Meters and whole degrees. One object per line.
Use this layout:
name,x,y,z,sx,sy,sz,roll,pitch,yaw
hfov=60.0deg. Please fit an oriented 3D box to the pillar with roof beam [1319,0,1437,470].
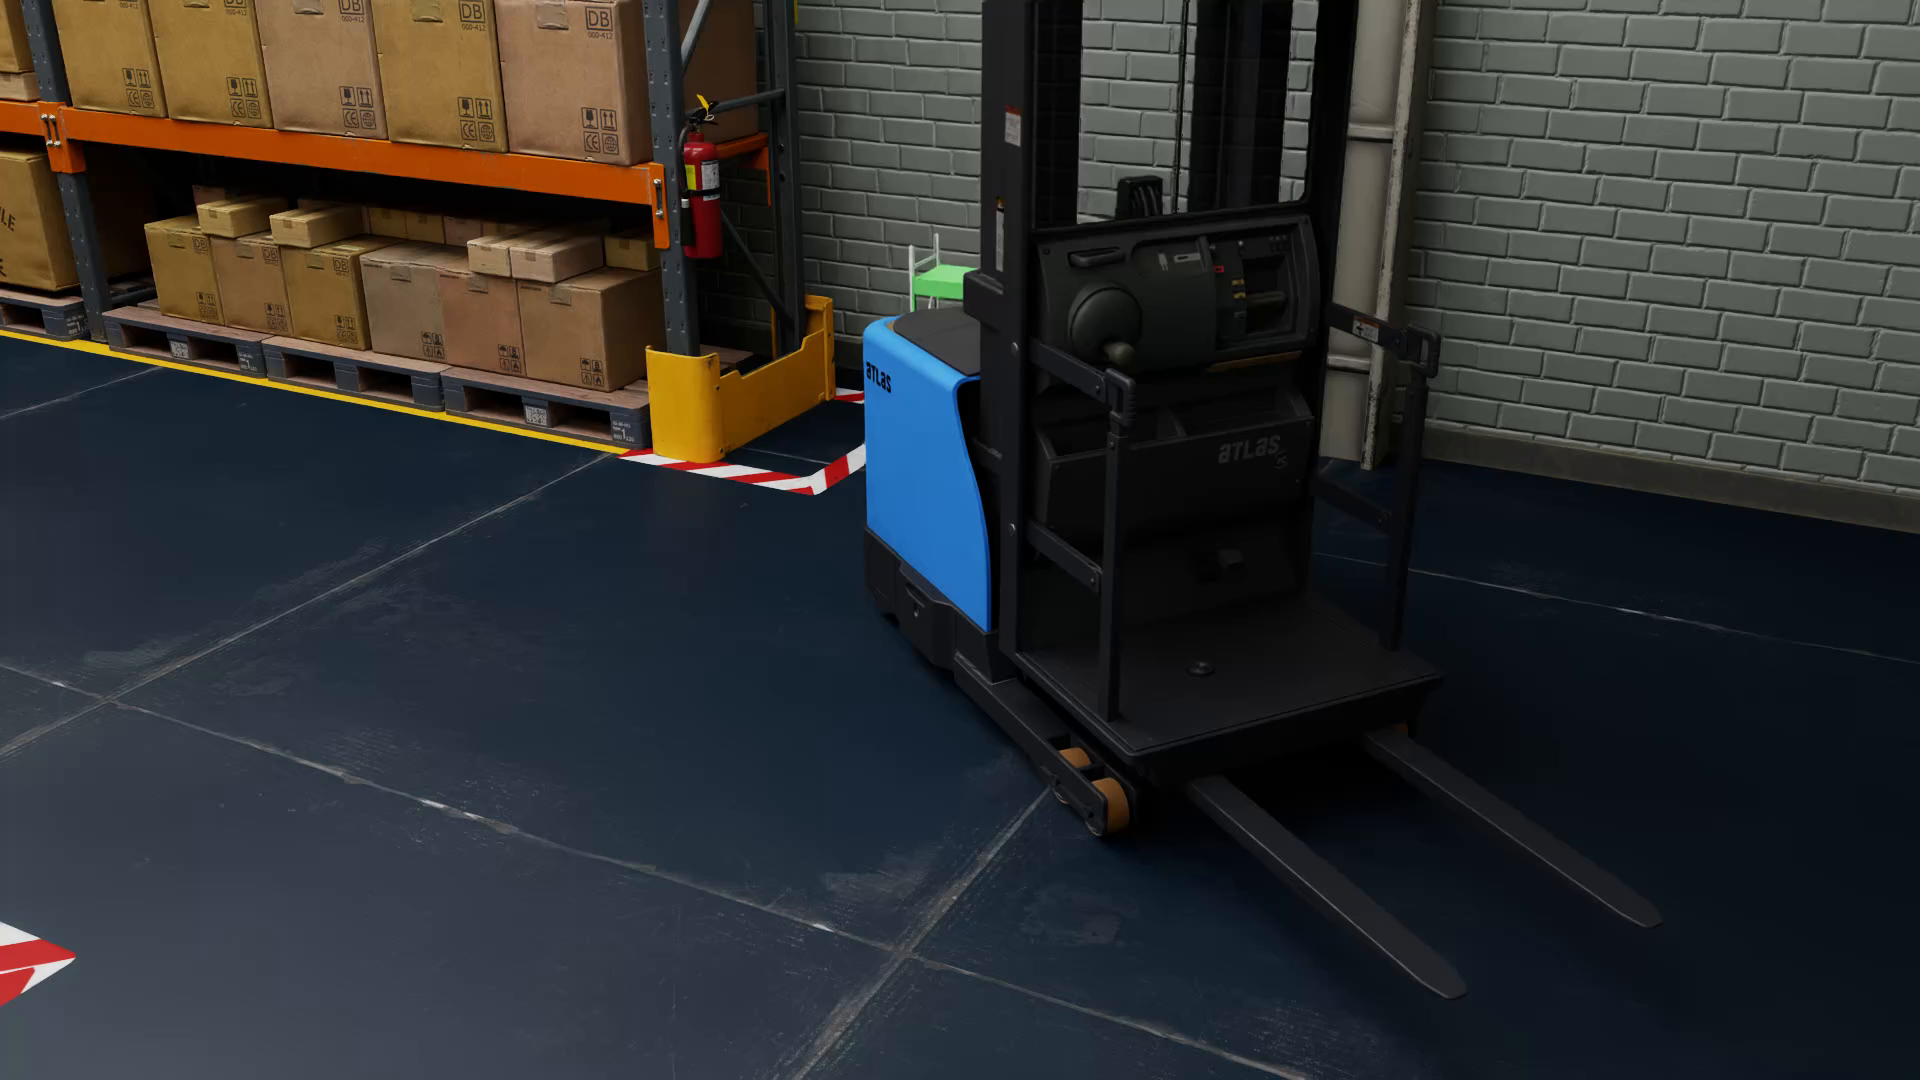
pillar with roof beam,-0.191,-3.039,2.398,0.400,9.000,9.100,11,25,25

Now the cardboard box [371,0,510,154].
cardboard box,-2.163,-2.306,7.956,0.700,0.700,0.980,11,25,24

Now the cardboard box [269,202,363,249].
cardboard box,-3.308,-1.620,8.556,0.250,0.149,0.380,10,25,23

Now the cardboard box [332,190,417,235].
cardboard box,-3.106,-1.748,8.856,0.250,0.149,0.380,11,26,25

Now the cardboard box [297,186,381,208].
cardboard box,-3.331,-1.793,8.962,0.250,0.149,0.380,10,25,23

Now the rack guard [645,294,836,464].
rack guard,-1.027,-0.802,7.997,0.348,0.500,1.175,11,25,25

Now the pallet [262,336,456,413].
pallet,-2.882,-1.003,8.839,1.213,0.211,1.003,11,25,25

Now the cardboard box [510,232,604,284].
cardboard box,-1.916,-1.346,7.910,0.250,0.149,0.380,11,25,24

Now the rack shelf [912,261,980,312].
rack shelf,0.085,-0.946,6.378,0.480,0.148,0.258,10,25,22

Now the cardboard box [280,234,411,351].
cardboard box,-3.094,-1.357,8.765,0.500,0.500,0.700,12,26,26

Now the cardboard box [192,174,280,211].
cardboard box,-4.037,-1.932,9.288,0.250,0.149,0.380,11,25,24

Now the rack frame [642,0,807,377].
rack frame,-1.049,-1.957,7.518,0.127,3.000,1.000,11,25,25

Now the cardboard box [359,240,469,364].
cardboard box,-2.614,-1.265,8.550,0.500,0.500,0.700,10,25,23

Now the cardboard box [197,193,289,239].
cardboard box,-3.774,-1.712,8.772,0.250,0.149,0.380,12,26,26

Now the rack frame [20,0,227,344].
rack frame,-4.619,-2.663,9.179,0.127,3.000,1.000,11,25,25

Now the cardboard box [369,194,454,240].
cardboard box,-2.875,-1.703,8.750,0.250,0.149,0.380,11,25,24

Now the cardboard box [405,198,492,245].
cardboard box,-2.649,-1.658,8.644,0.250,0.149,0.380,11,26,25

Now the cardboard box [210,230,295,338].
cardboard box,-3.551,-1.448,8.980,0.500,0.500,0.700,11,25,24

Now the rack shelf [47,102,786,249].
rack shelf,-2.834,-1.979,8.489,4.000,0.370,1.077,11,25,25

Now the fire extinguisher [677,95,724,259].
fire extinguisher,-1.122,-1.562,7.165,0.183,0.674,0.296,11,25,25

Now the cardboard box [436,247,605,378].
cardboard box,-2.165,-1.177,8.341,0.500,0.500,0.700,11,25,24

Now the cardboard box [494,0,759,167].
cardboard box,-1.509,-2.181,7.663,0.700,0.700,0.980,12,26,27

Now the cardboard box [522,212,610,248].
cardboard box,-1.969,-1.524,8.329,0.250,0.149,0.380,11,26,25

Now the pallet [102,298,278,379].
pallet,-3.975,-1.218,9.345,1.213,0.211,1.003,11,25,25

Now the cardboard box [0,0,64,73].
cardboard box,-5.144,-2.849,9.082,0.500,0.500,0.500,11,25,24

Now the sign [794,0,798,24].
sign,-0.793,-2.584,7.787,0.005,0.325,0.100,11,25,25

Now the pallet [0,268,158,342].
pallet,-5.341,-1.490,9.983,1.213,0.211,1.003,11,25,25

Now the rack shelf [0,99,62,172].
rack shelf,-6.403,-2.685,10.150,4.000,0.370,1.077,11,25,25

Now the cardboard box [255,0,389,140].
cardboard box,-2.839,-2.444,8.280,0.700,0.700,0.980,10,25,22

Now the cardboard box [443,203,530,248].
cardboard box,-2.420,-1.613,8.538,0.250,0.149,0.380,12,26,25

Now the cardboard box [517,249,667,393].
cardboard box,-1.719,-1.088,8.134,0.500,0.500,0.700,11,25,25

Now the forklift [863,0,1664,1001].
forklift,0.741,-0.698,4.645,1.130,2.935,3.031,-11,25,-24

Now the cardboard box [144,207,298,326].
cardboard box,-3.997,-1.538,9.191,0.500,0.500,0.700,12,26,25

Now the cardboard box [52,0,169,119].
cardboard box,-4.142,-2.700,8.882,0.700,0.700,0.980,12,26,25

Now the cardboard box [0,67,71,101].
cardboard box,-5.048,-2.517,9.132,0.250,0.149,0.380,11,26,25

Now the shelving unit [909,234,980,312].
shelving unit,0.085,-0.563,6.541,0.503,1.200,0.258,10,25,22

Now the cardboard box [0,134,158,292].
cardboard box,-5.257,-1.936,9.681,0.750,0.750,0.750,12,26,25

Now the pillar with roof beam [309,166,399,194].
pillar with roof beam,-5.546,-4.099,4.889,0.400,9.000,9.100,11,25,25

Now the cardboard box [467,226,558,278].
cardboard box,-2.144,-1.391,8.016,0.250,0.149,0.380,12,26,26

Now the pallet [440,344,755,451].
pallet,-1.798,-0.787,8.332,1.213,0.211,1.003,11,25,25

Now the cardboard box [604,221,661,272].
cardboard box,-1.517,-1.435,8.119,0.250,0.149,0.380,11,26,25

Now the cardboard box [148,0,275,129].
cardboard box,-3.493,-2.569,8.574,0.700,0.700,0.980,11,25,23

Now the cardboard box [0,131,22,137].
cardboard box,-6.052,-2.092,10.047,0.750,0.750,0.750,12,26,26

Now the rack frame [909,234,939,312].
rack frame,-0.137,-0.602,6.633,0.015,1.200,0.240,10,25,22

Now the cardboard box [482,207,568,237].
cardboard box,-2.192,-1.568,8.433,0.250,0.149,0.380,11,26,25
